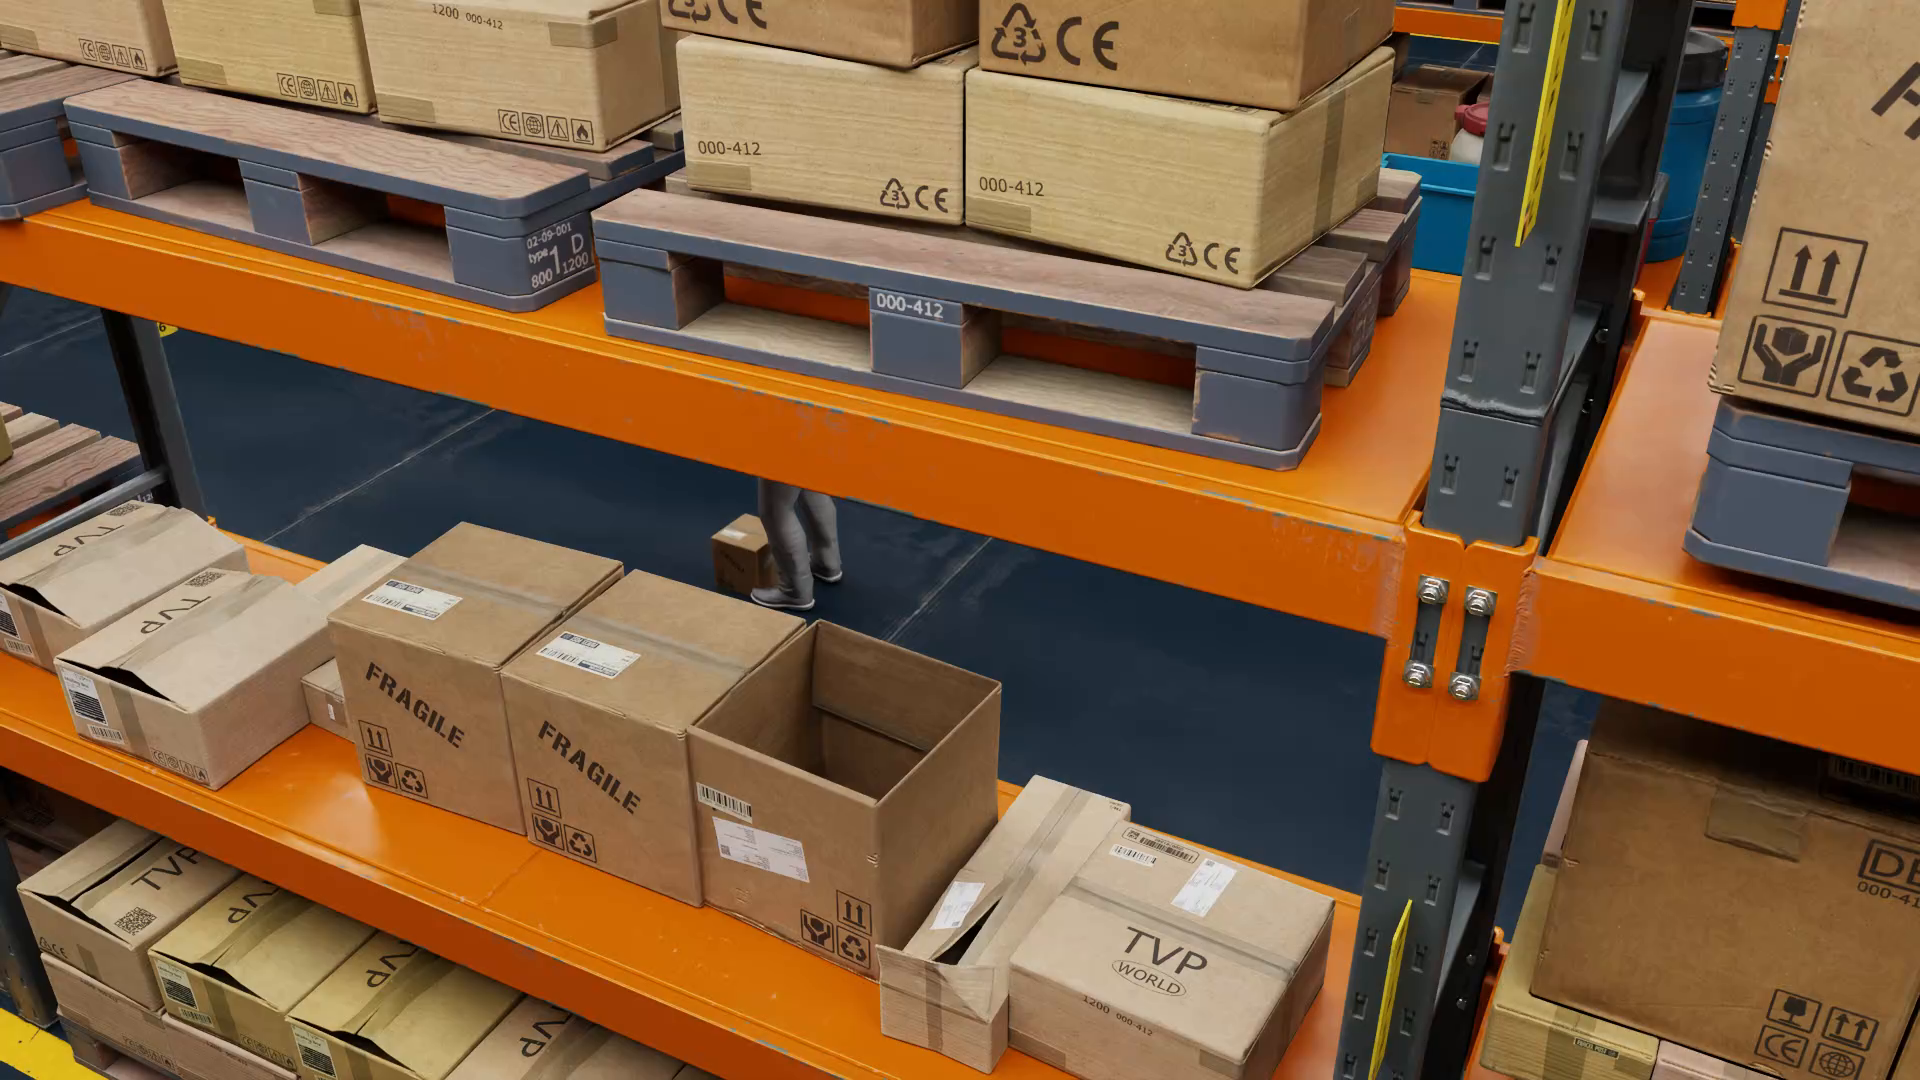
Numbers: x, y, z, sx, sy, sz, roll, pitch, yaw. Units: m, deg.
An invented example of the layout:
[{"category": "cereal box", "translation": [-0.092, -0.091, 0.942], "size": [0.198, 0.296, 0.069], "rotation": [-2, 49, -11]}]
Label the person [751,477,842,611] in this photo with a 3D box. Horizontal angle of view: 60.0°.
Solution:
[{"category": "person", "translation": [-0.705, -0.486, 6.966], "size": [0.394, 1.656, 0.512], "rotation": [13, 33, 21]}]
